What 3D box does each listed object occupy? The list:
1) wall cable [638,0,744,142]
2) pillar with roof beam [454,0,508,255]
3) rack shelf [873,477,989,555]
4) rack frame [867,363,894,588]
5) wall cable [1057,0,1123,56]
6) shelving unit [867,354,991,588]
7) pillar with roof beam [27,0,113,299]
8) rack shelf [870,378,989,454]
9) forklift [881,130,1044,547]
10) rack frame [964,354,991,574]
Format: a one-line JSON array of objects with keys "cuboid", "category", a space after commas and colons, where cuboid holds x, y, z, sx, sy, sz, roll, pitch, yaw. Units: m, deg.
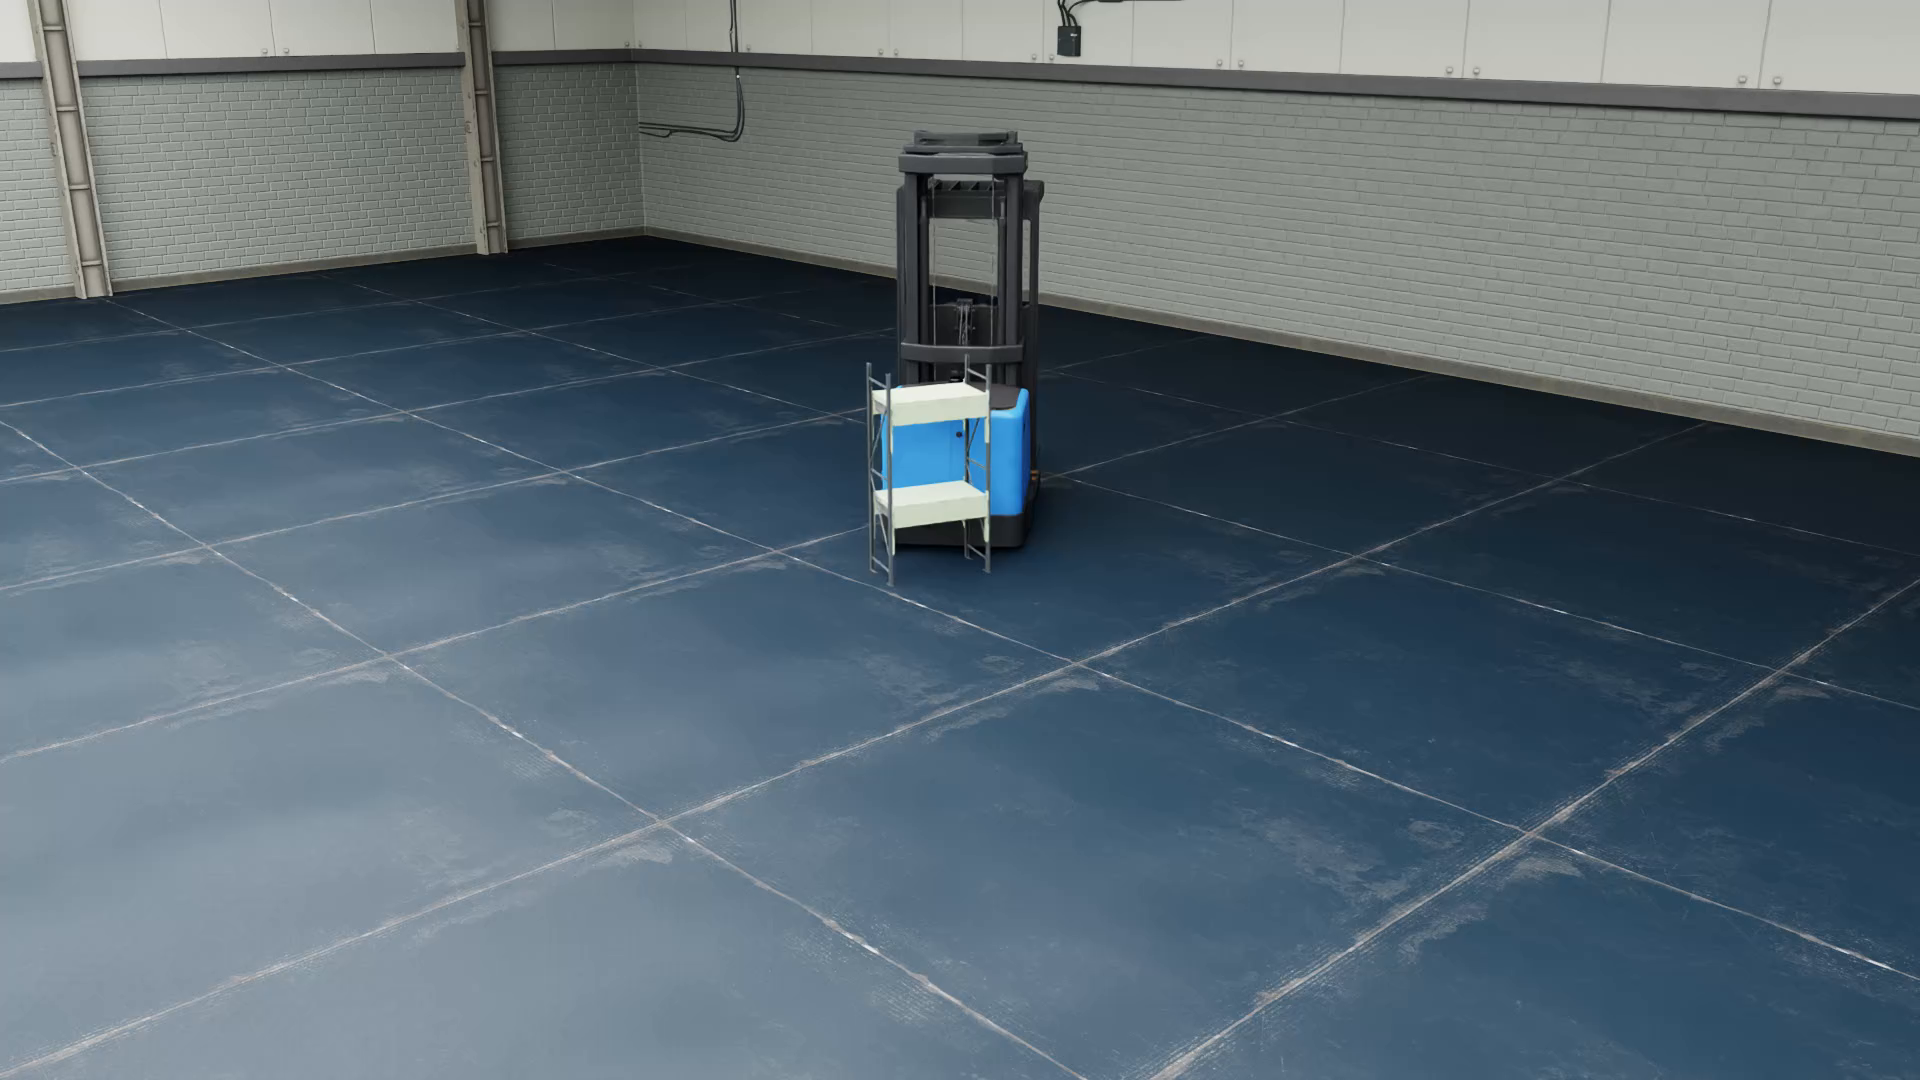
[{"cuboid": [-4.469, -7.753, 26.840, 0.112, 2.526, 3.097, -16, 24, -41], "category": "wall cable"}, {"cuboid": [-4.561, -7.937, 22.374, 0.400, 9.000, 9.100, -16, 24, -41], "category": "pillar with roof beam"}, {"cuboid": [-0.213, -0.175, 11.651, 0.720, 0.370, 0.431, -8, 20, -23], "category": "rack shelf"}, {"cuboid": [-0.548, -0.440, 11.411, 0.023, 1.500, 0.400, -8, 20, -23], "category": "rack frame"}, {"cuboid": [2.042, -8.717, 19.265, 0.169, 6.003, 2.305, -16, 24, -41], "category": "wall cable"}, {"cuboid": [-0.213, -0.486, 11.551, 0.755, 1.500, 0.431, -8, 20, -23], "category": "shelving unit"}, {"cuboid": [-8.920, -6.666, 18.453, 0.400, 9.000, 9.100, -16, 24, -41], "category": "pillar with roof beam"}, {"cuboid": [-0.213, -0.857, 11.430, 0.720, 0.370, 0.431, -8, 20, -23], "category": "rack shelf"}, {"cuboid": [0.084, -1.750, 13.129, 1.130, 2.935, 3.031, 2, 18, 5], "category": "forklift"}, {"cuboid": [0.122, -0.531, 11.691, 0.023, 1.500, 0.400, -8, 20, -23], "category": "rack frame"}]
